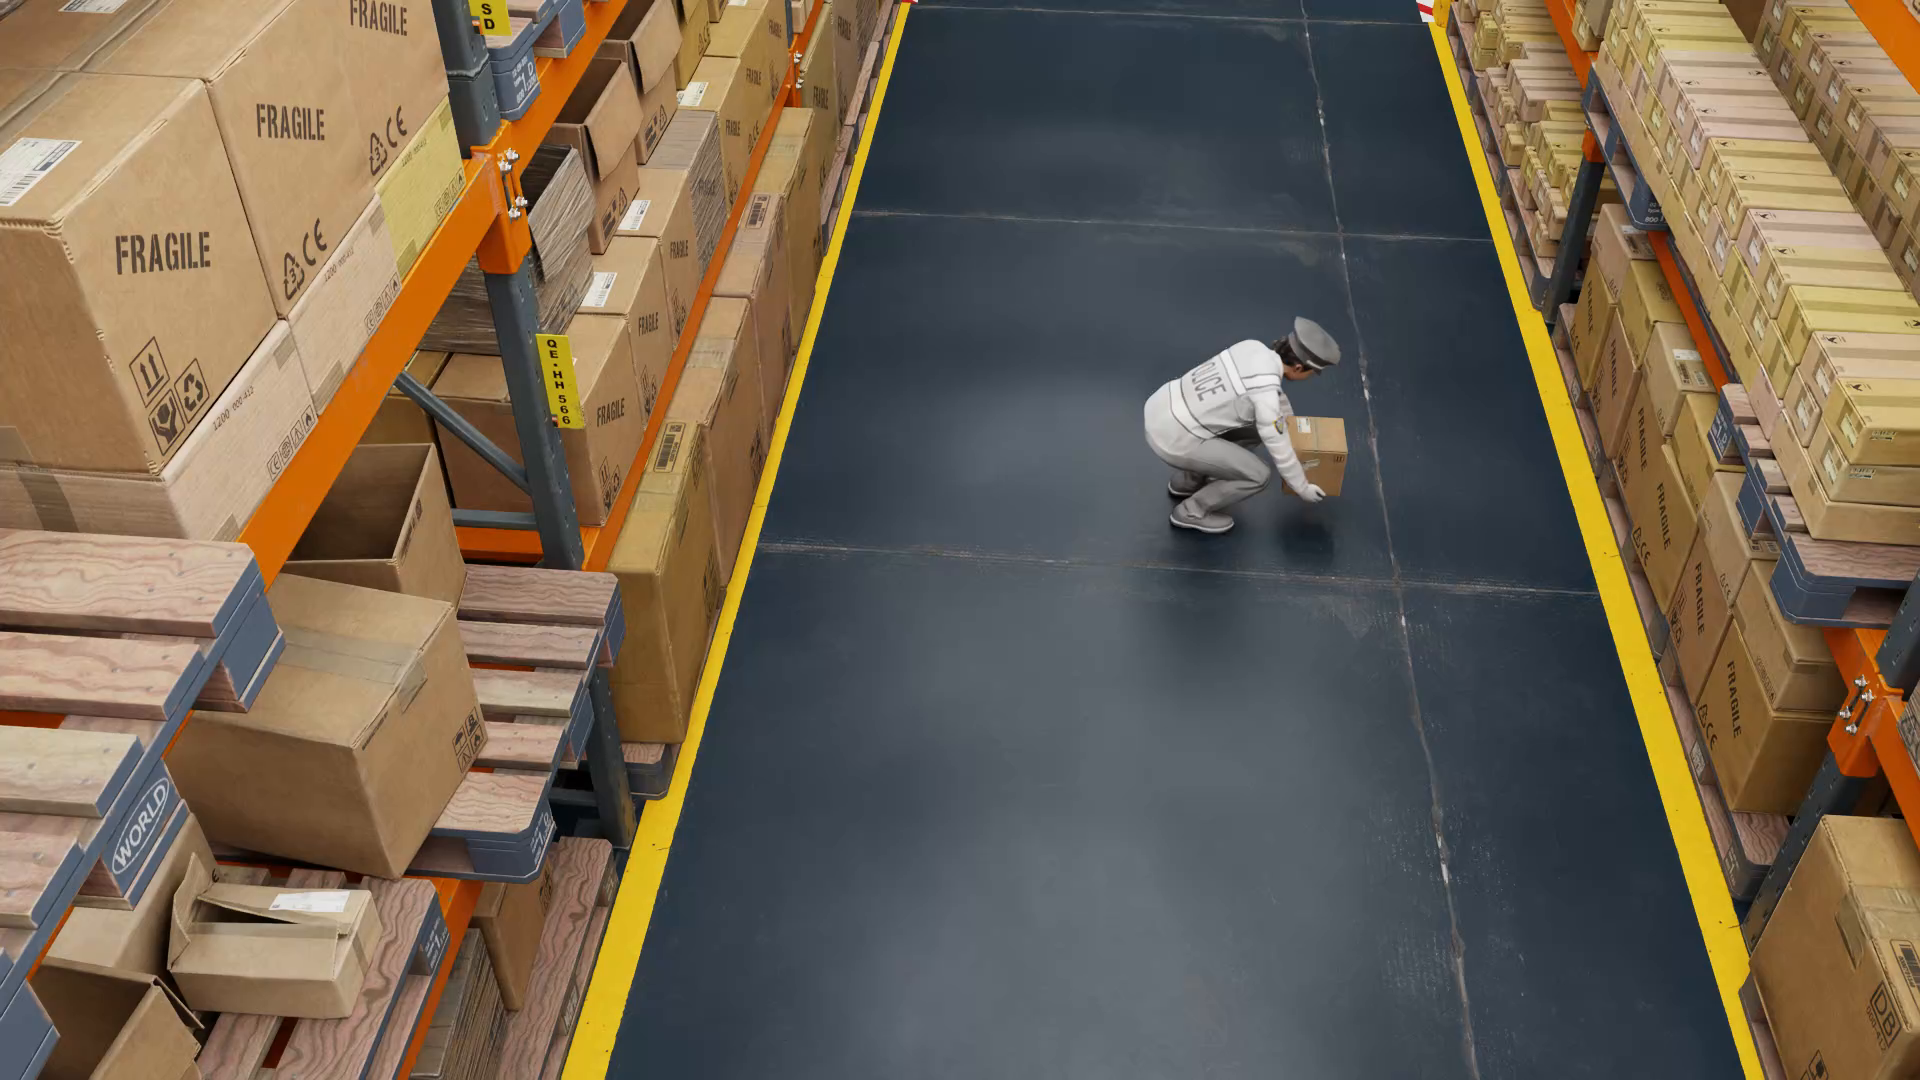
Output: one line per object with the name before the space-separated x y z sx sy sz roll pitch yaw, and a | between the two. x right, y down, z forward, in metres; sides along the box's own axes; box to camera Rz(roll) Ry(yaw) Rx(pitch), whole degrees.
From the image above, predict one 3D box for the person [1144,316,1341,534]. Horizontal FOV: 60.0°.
person | 1.220 -0.523 7.312 0.819 0.975 0.493 3 40 4
